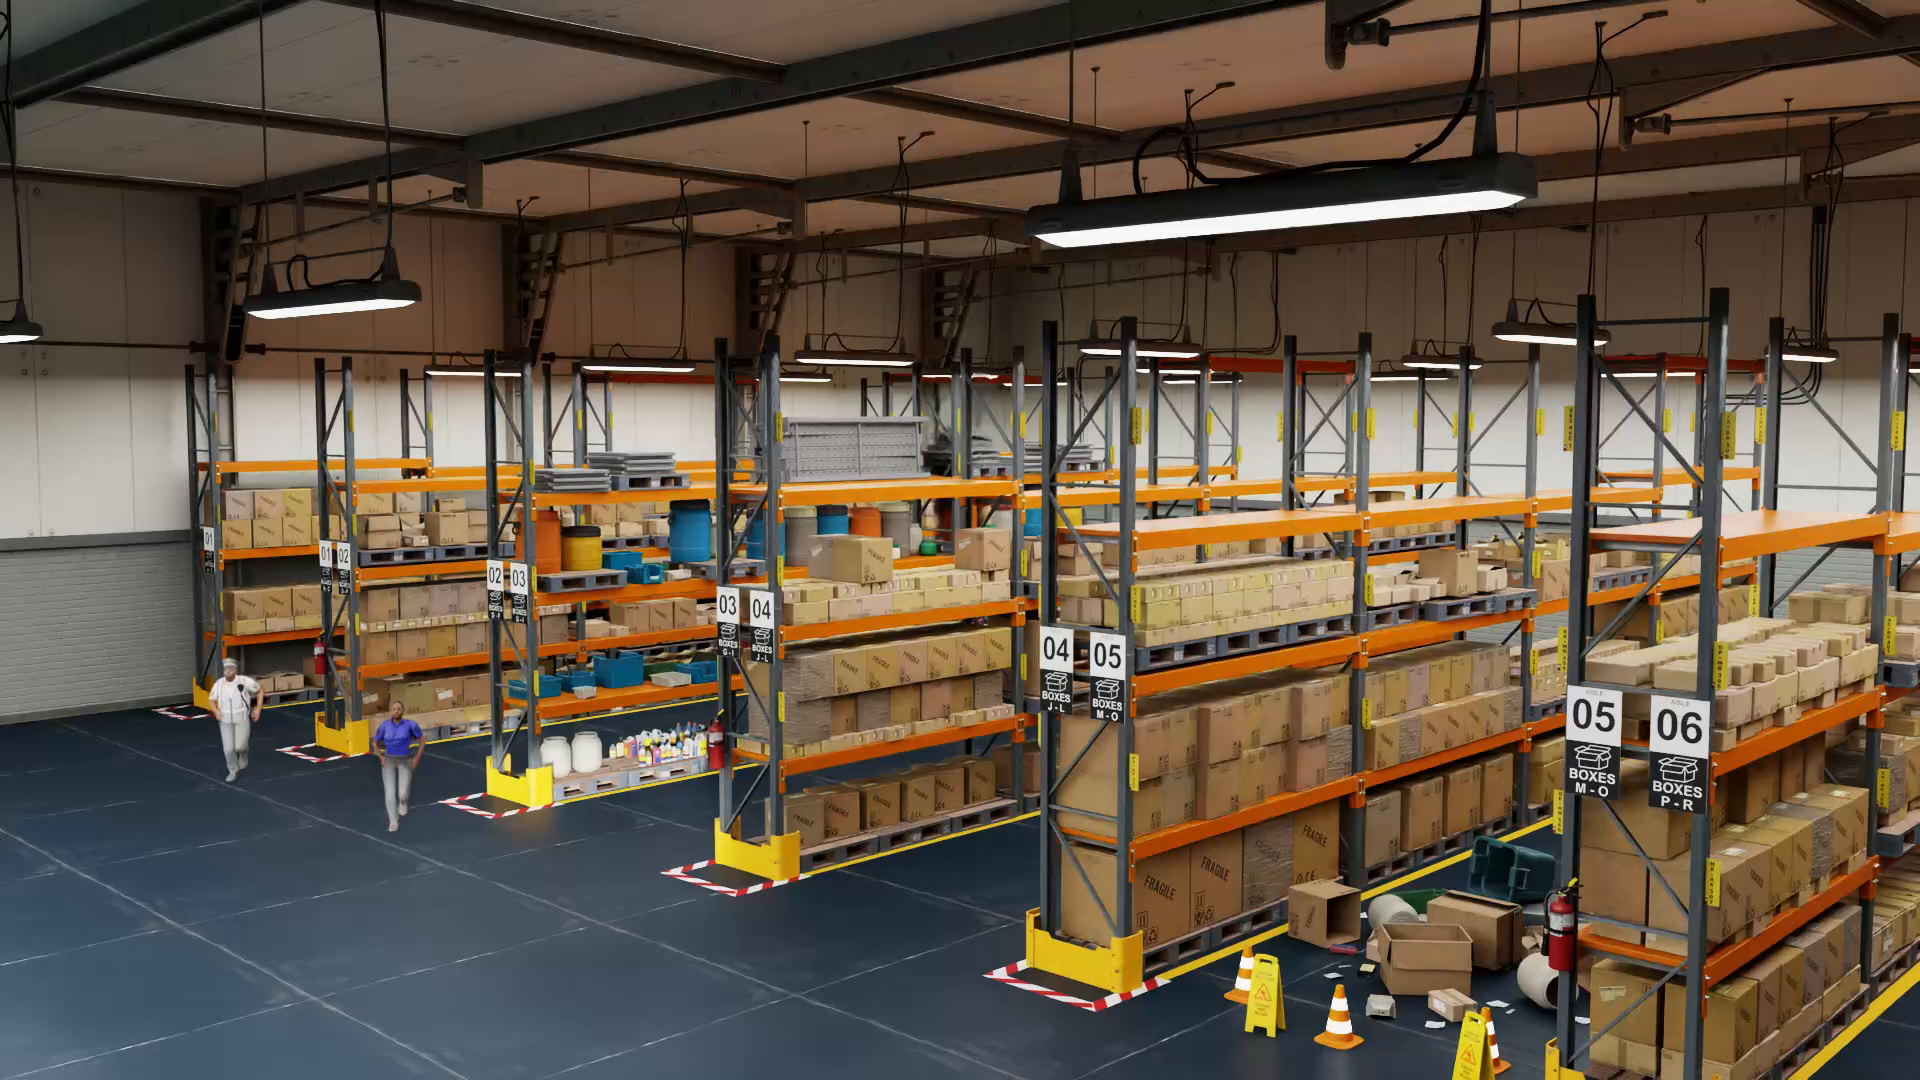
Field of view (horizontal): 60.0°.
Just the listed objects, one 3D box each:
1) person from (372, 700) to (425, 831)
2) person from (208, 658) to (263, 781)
[{"bbox_3d":[-6.991,2.793,20.729,0.622,1.618,0.590,-1,5,-14],"label":"person"},{"bbox_3d":[-10.172,2.514,23.340,0.700,1.744,0.661,-1,4,-12],"label":"person"}]
